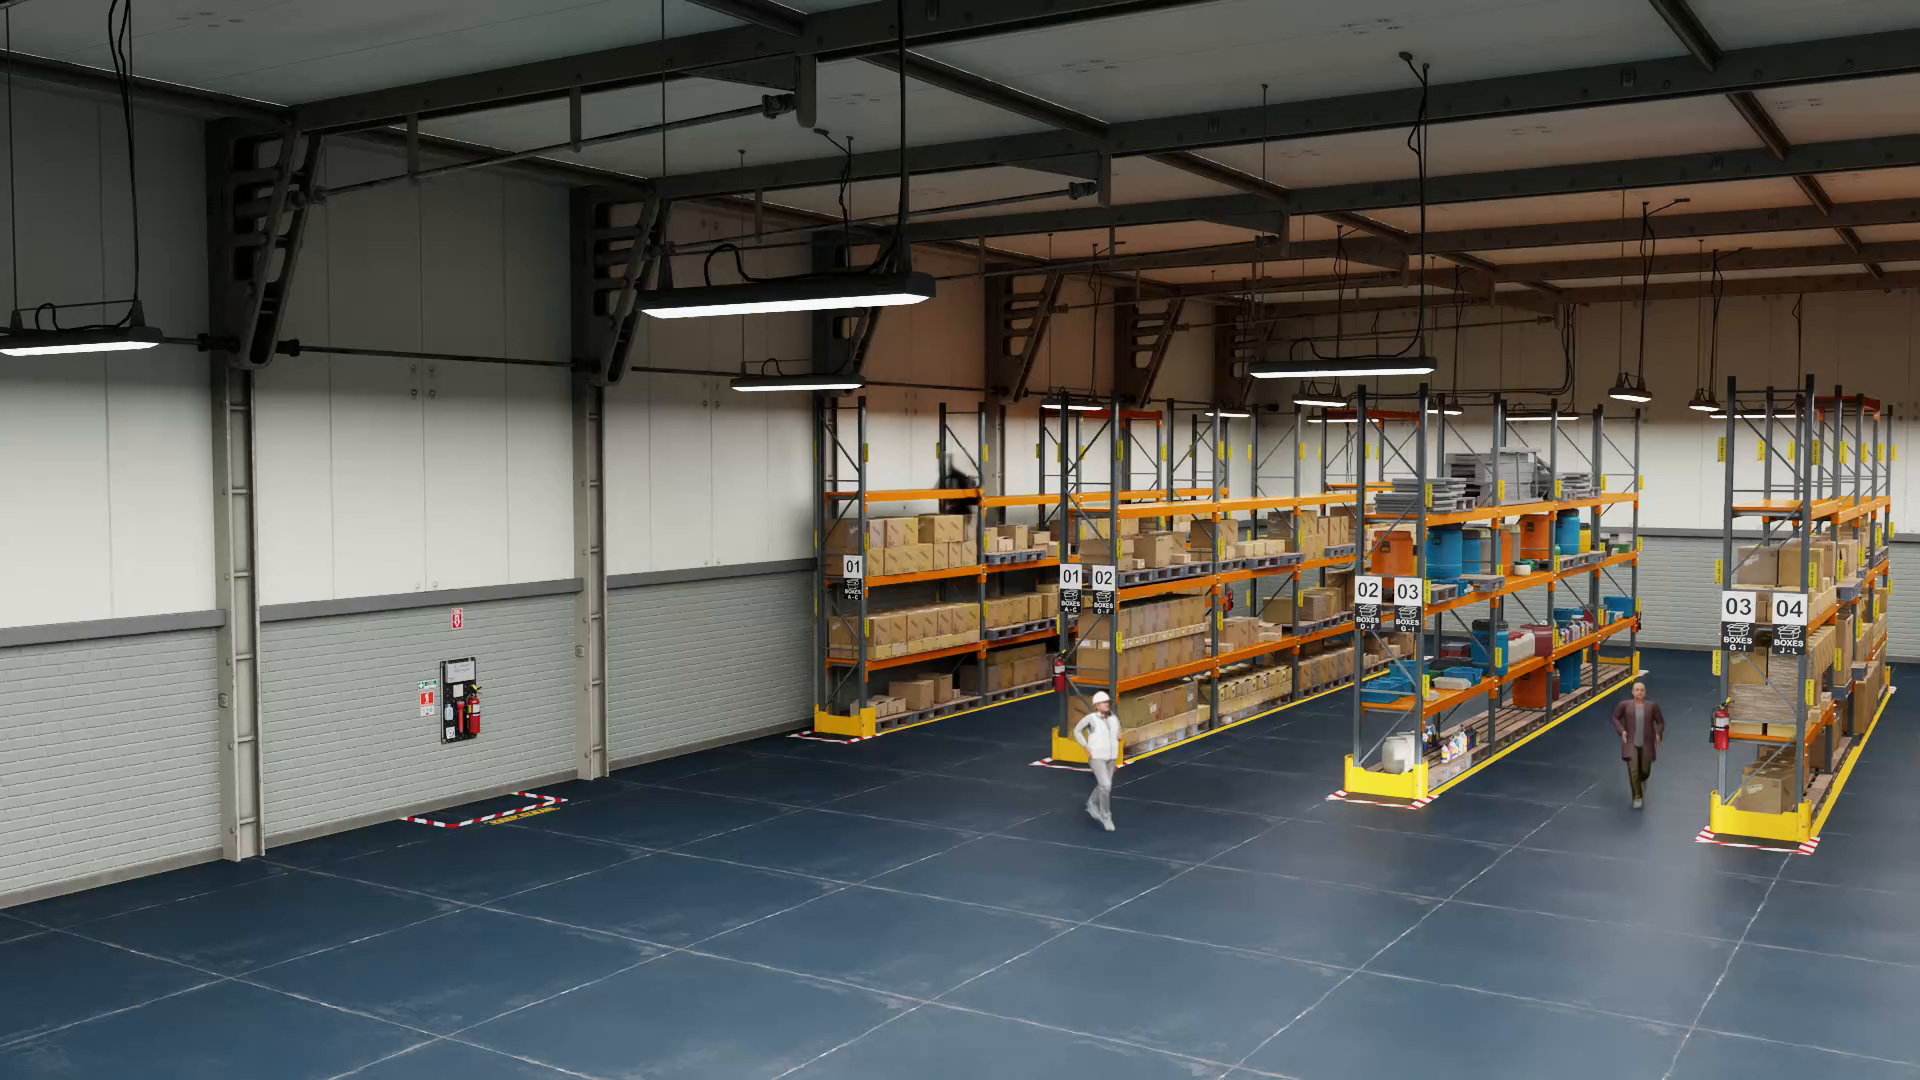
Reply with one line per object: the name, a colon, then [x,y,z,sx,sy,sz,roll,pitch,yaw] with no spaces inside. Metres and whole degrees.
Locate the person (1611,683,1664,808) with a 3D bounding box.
person: [9.653,2.899,23.700,0.712,1.746,0.738,1,3,18]

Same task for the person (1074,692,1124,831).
person: [1.905,2.944,22.305,0.643,1.827,0.737,-2,4,-35]
